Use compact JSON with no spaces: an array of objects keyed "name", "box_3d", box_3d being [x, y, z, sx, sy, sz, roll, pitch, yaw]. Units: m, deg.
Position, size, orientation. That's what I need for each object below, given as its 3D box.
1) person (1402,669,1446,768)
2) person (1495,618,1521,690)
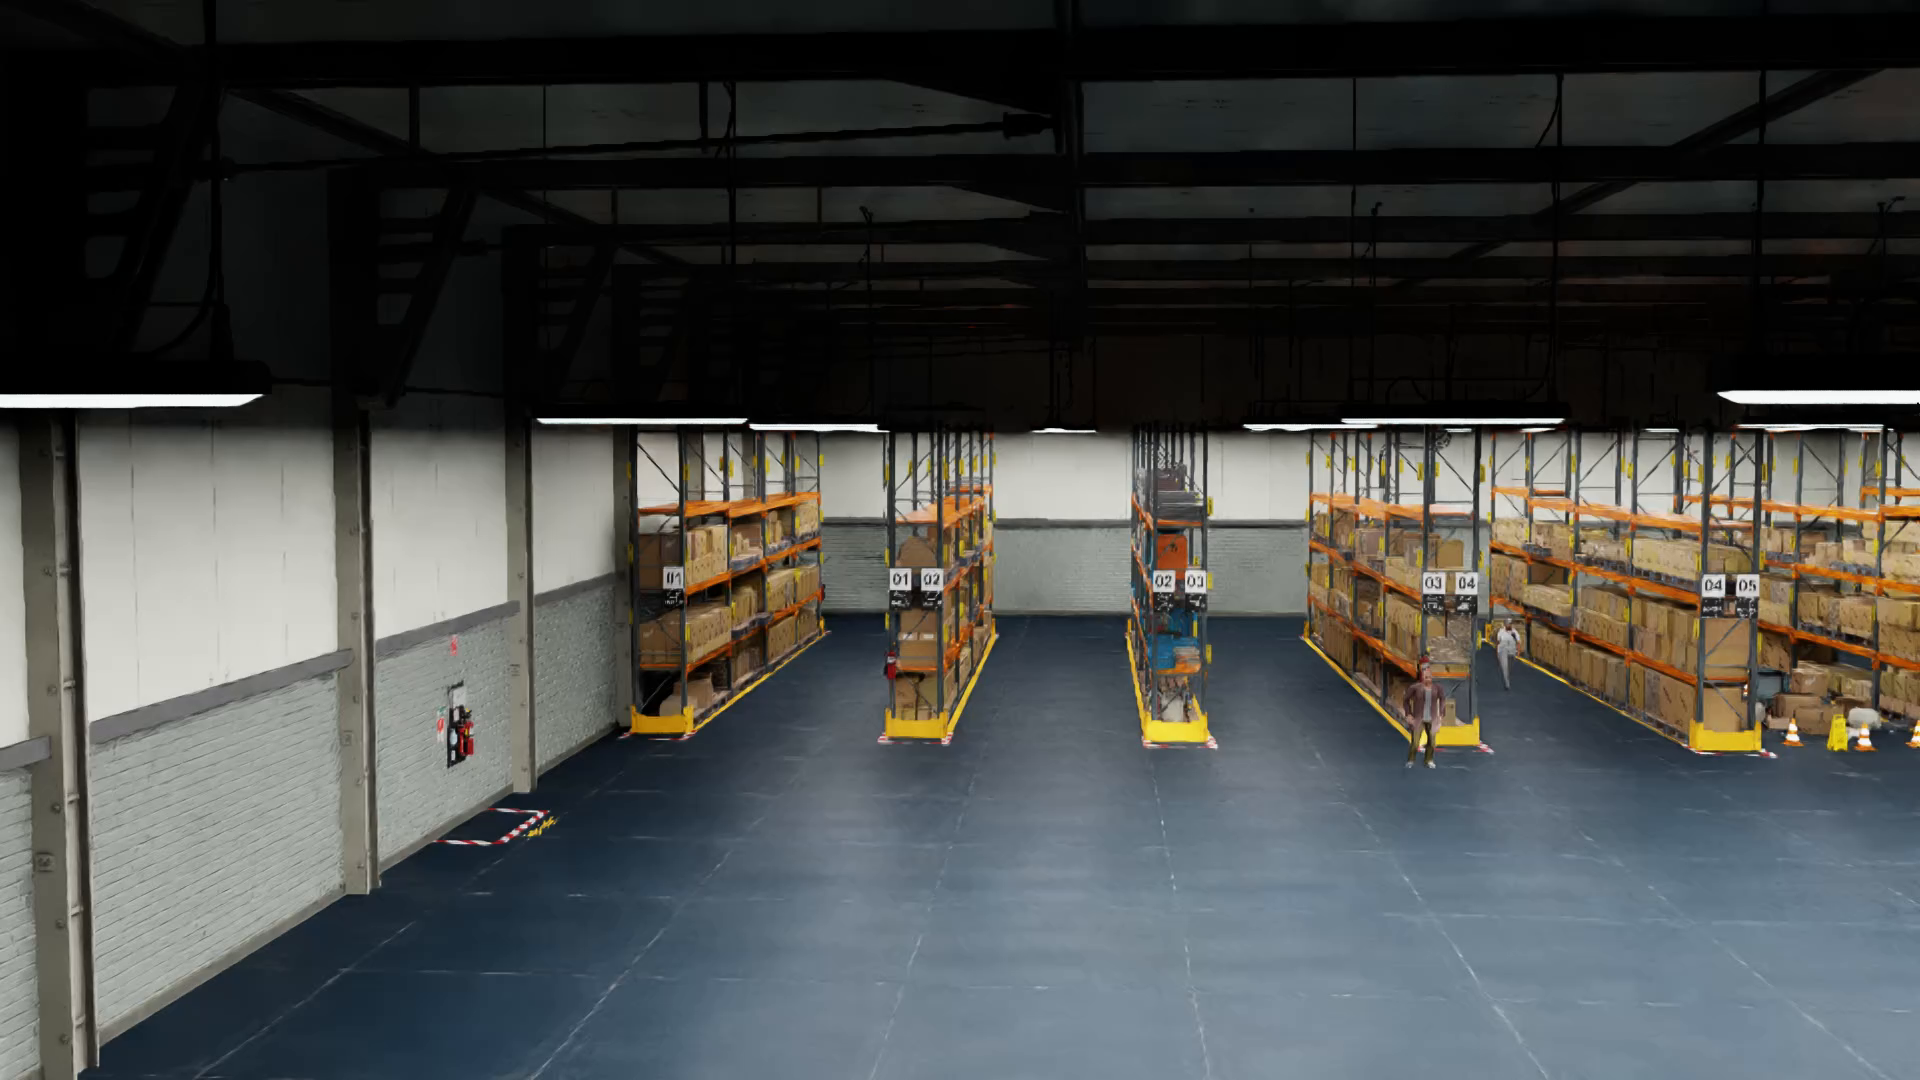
[{"name":"person","box_3d":[7.960,3.055,28.533,0.729,1.733,0.546,0,4,4]},{"name":"person","box_3d":[12.345,2.547,37.427,0.493,1.606,1.001,0,4,3]}]
